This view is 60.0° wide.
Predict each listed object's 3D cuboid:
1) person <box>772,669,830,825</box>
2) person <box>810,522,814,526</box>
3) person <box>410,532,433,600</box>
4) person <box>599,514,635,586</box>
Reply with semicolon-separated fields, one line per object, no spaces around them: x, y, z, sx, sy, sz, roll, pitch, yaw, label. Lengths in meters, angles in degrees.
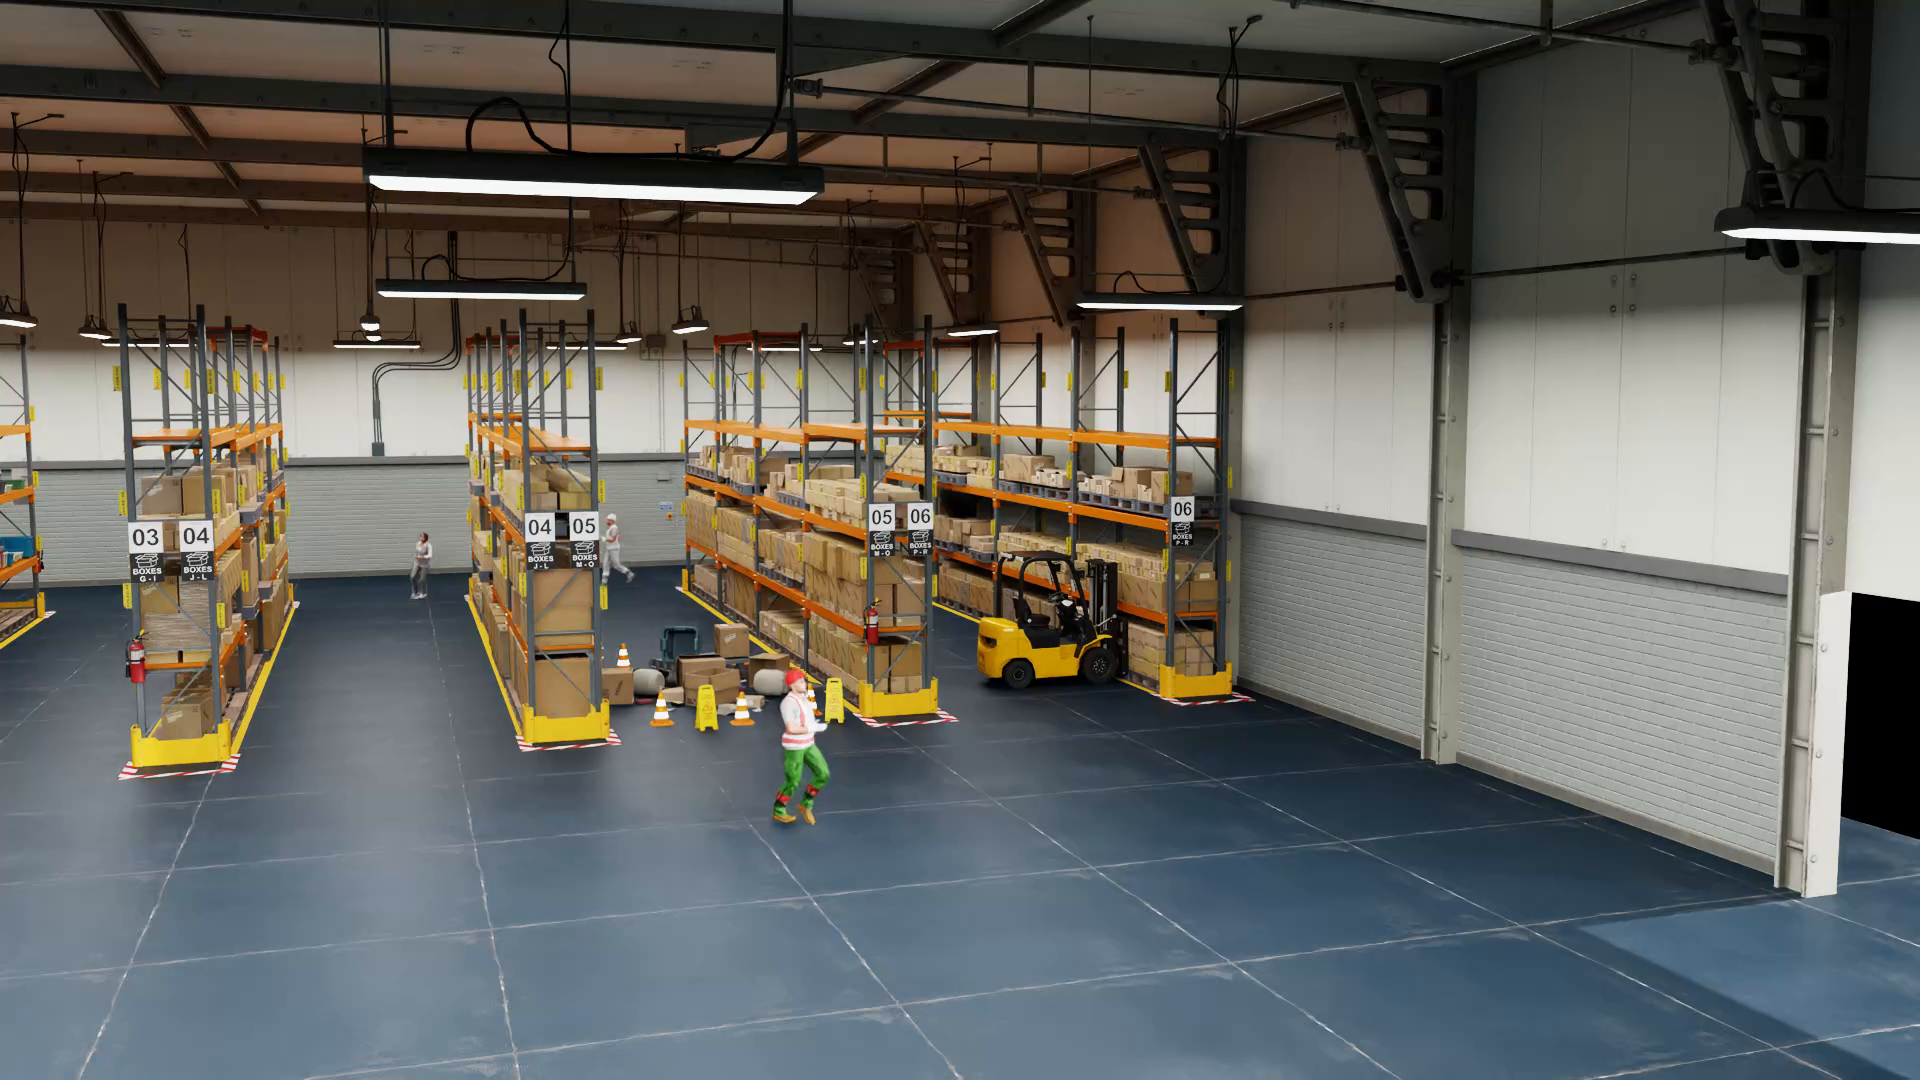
-1.781;2.340;18.705;0.711;1.793;0.639;2;6;24;person
-3.231;0.410;35.987;0.704;1.834;0.972;-2;6;-17;person
-12.348;0.596;38.232;0.576;1.578;0.626;1;6;10;person
-8.415;0.246;40.445;0.993;1.770;0.661;-2;6;-23;person
